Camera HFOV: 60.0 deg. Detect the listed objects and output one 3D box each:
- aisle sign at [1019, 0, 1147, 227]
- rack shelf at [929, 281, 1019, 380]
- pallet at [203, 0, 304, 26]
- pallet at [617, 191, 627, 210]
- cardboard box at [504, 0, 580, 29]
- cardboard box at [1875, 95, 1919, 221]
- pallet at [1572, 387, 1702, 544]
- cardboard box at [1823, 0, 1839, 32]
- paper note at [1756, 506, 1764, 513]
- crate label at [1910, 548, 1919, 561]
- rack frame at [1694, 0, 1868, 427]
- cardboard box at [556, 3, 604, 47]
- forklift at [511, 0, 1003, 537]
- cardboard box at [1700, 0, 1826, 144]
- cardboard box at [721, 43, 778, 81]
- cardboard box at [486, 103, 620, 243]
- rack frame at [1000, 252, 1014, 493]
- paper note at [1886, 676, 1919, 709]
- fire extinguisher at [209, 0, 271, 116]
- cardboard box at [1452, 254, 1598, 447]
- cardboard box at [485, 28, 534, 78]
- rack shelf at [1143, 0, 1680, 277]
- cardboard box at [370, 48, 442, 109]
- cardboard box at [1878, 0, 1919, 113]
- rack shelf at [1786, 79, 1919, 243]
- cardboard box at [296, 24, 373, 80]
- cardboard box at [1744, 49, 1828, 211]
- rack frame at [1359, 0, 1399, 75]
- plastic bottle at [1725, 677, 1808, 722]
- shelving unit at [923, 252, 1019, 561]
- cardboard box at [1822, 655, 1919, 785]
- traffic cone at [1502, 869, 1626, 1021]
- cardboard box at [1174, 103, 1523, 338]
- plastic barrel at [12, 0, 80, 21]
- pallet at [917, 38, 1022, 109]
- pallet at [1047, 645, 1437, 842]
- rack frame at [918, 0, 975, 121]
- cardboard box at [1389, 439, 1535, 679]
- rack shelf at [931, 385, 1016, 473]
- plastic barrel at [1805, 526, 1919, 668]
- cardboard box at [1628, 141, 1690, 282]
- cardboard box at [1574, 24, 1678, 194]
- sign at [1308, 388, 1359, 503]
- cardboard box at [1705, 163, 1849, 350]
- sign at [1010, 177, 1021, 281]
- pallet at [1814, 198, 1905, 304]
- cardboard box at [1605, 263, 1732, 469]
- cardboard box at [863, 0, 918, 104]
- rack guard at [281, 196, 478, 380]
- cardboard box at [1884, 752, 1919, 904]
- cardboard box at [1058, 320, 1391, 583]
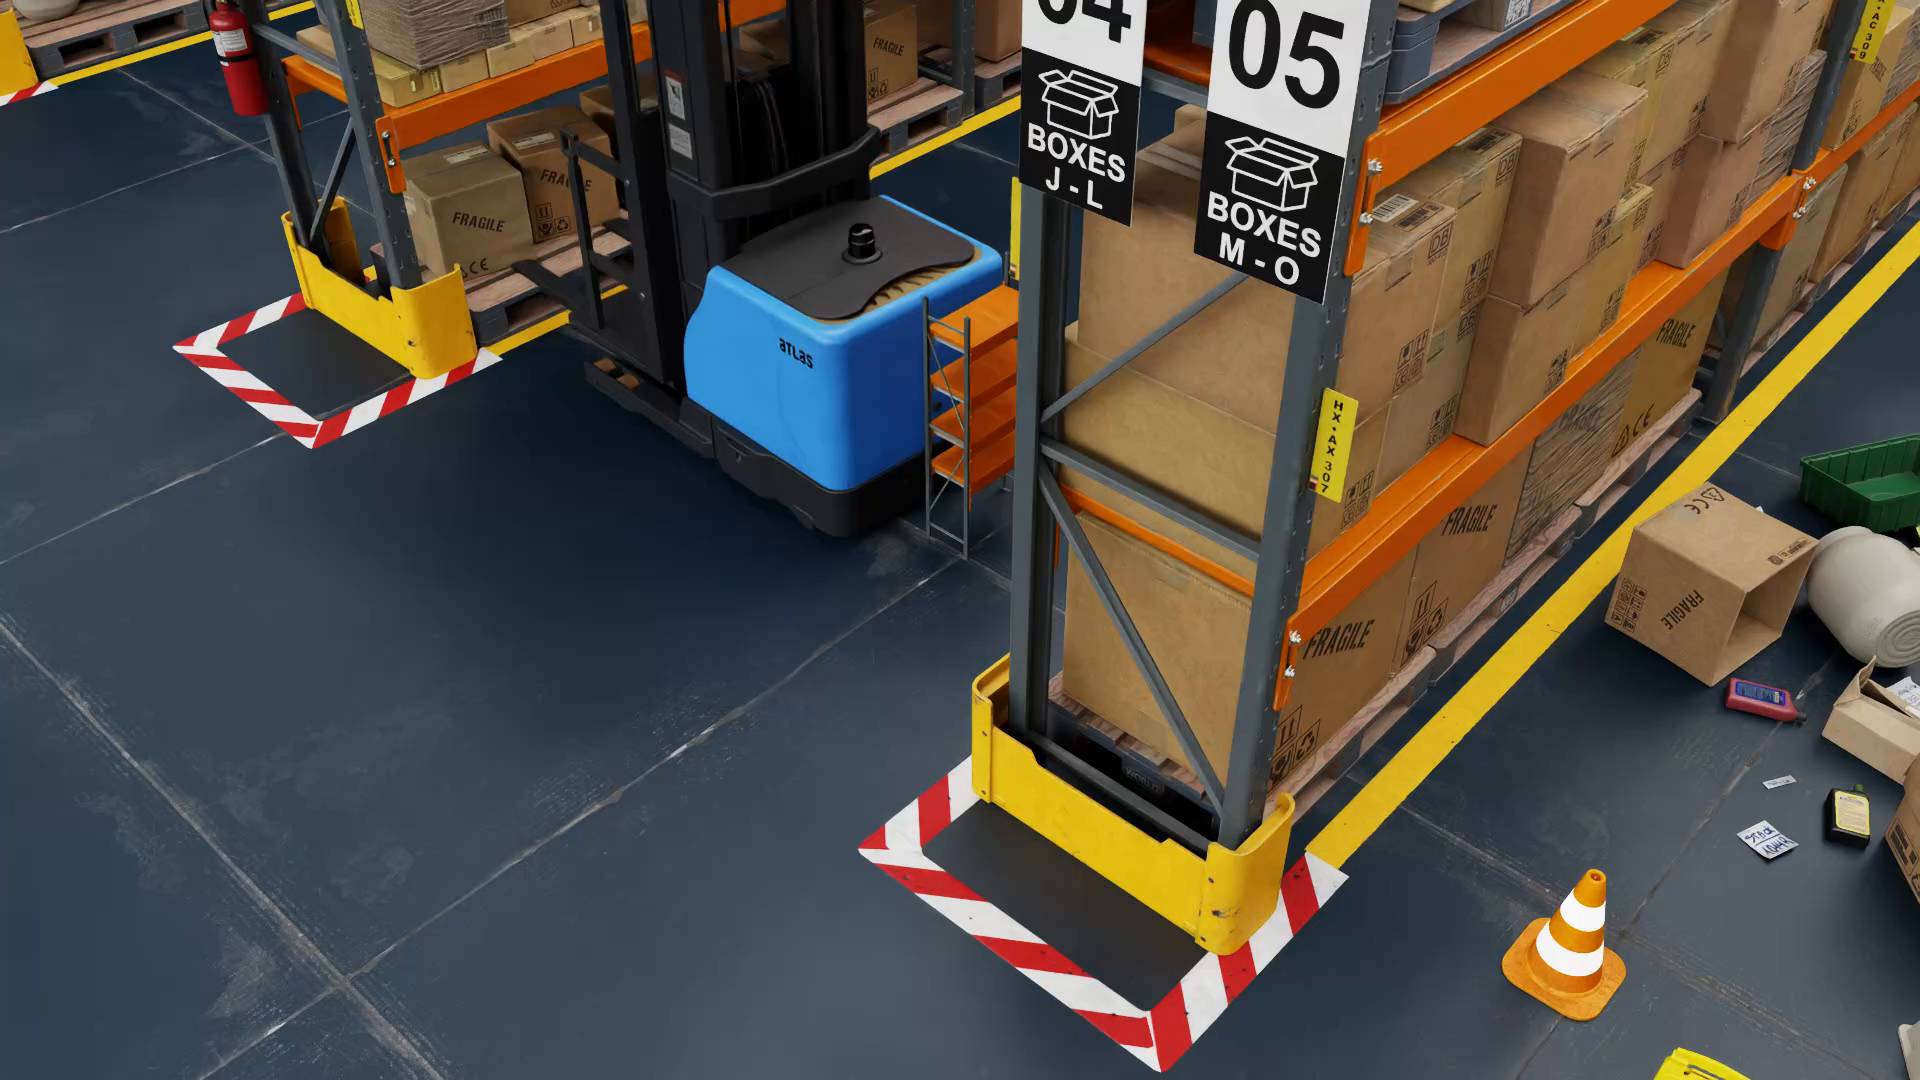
[{"bbox_3d":[0.310,-1.225,4.291,0.394,0.787,0.004,30,47,32],"label":"aisle sign"},{"bbox_3d":[0.112,-0.853,6.728,0.258,0.148,0.480,30,47,32],"label":"rack shelf"},{"bbox_3d":[-5.278,-4.215,12.381,1.003,0.211,1.213,30,47,32],"label":"pallet"},{"bbox_3d":[-1.565,-2.103,9.725,1.003,0.211,1.213,30,47,32],"label":"pallet"},{"bbox_3d":[-2.374,-2.920,8.192,0.875,0.500,0.500,30,47,32],"label":"cardboard box"},{"bbox_3d":[4.912,-2.428,9.363,1.050,0.750,0.750,30,48,32],"label":"cardboard box"},{"bbox_3d":[2.707,-0.543,7.764,1.003,0.211,1.213,30,47,32],"label":"pallet"},{"bbox_3d":[3.608,-2.612,7.242,0.700,0.500,0.500,29,47,31],"label":"cardboard box"},{"bbox_3d":[3.493,-0.100,7.351,0.147,0.020,0.142,2,39,2],"label":"paper note"},{"bbox_3d":[4.009,0.149,6.953,0.298,0.136,0.250,2,39,2],"label":"crate label"},{"bbox_3d":[3.278,-1.951,7.294,1.000,3.000,0.127,30,47,32],"label":"rack frame"},{"bbox_3d":[-1.956,-2.626,8.344,0.380,0.149,0.250,30,47,32],"label":"cardboard box"},{"bbox_3d":[-1.185,-1.979,7.384,1.130,2.935,3.031,-31,48,-33],"label":"forklift"},{"bbox_3d":[2.718,-1.976,6.337,0.875,0.550,0.550,30,47,32],"label":"cardboard box"},{"bbox_3d":[-1.356,-2.515,9.674,0.500,0.500,0.500,25,45,28],"label":"cardboard box"},{"bbox_3d":[-2.202,-1.998,9.023,0.500,0.500,0.500,-22,43,-25],"label":"cardboard box"},{"bbox_3d":[0.276,-0.658,7.113,0.240,1.200,0.015,30,47,32],"label":"rack frame"},{"bbox_3d":[3.712,0.606,6.470,0.155,0.023,0.172,-18,42,-21],"label":"paper note"},{"bbox_3d":[-3.431,-2.353,7.862,0.296,0.674,0.183,30,47,32],"label":"fire extinguisher"},{"bbox_3d":[1.621,-0.828,5.761,0.875,0.550,0.550,30,47,32],"label":"cardboard box"},{"bbox_3d":[-2.283,-2.391,8.048,0.380,0.149,0.250,30,47,32],"label":"cardboard box"},{"bbox_3d":[1.928,-1.925,5.429,1.077,0.370,4.000,30,47,32],"label":"rack shelf"},{"bbox_3d":[-2.646,-2.175,7.777,0.380,0.149,0.250,30,47,32],"label":"cardboard box"},{"bbox_3d":[4.171,-2.351,7.717,0.500,0.500,0.500,30,47,32],"label":"cardboard box"},{"bbox_3d":[4.627,-2.589,8.673,1.077,0.370,4.000,30,47,32],"label":"rack shelf"},{"bbox_3d":[-2.974,-2.362,8.012,0.380,0.149,0.250,30,47,32],"label":"cardboard box"},{"bbox_3d":[3.038,-1.836,7.028,0.875,0.550,0.550,30,47,32],"label":"cardboard box"},{"bbox_3d":[0.579,-2.462,3.116,1.000,3.000,0.127,30,47,32],"label":"rack frame"},{"bbox_3d":[3.113,0.623,6.417,0.283,0.061,0.133,14,41,17],"label":"plastic bottle"},{"bbox_3d":[0.112,-0.546,6.972,0.258,1.200,0.503,30,47,32],"label":"shelving unit"},{"bbox_3d":[3.478,0.682,6.179,0.258,0.266,0.396,-26,45,-29],"label":"cardboard box"},{"bbox_3d":[1.986,1.231,5.330,0.336,0.463,0.334,30,47,32],"label":"traffic cone"},{"bbox_3d":[1.161,-1.041,5.161,0.875,0.550,0.550,30,47,32],"label":"cardboard box"},{"bbox_3d":[-6.282,-3.848,11.340,0.421,0.512,0.421,0,38,0],"label":"plastic barrel"},{"bbox_3d":[0.209,-3.347,11.290,1.003,0.211,1.213,30,47,32],"label":"pallet"},{"bbox_3d":[1.061,0.578,6.354,1.003,0.211,1.213,30,47,32],"label":"pallet"},{"bbox_3d":[-0.315,-4.080,9.972,1.000,3.000,0.127,30,47,32],"label":"rack frame"},{"bbox_3d":[1.580,-0.191,6.450,0.875,0.875,0.875,29,47,31],"label":"cardboard box"},{"bbox_3d":[0.112,-0.493,7.014,0.258,0.148,0.480,30,47,32],"label":"rack shelf"},{"bbox_3d":[3.645,0.222,6.630,0.421,0.421,0.512,-5,39,-6],"label":"plastic barrel"},{"bbox_3d":[2.232,-1.375,6.448,0.875,0.550,0.550,30,47,32],"label":"cardboard box"},{"bbox_3d":[1.901,-1.539,5.787,0.875,0.550,0.500,30,47,32],"label":"cardboard box"},{"bbox_3d":[0.985,-0.248,4.392,0.100,0.325,0.005,30,47,32],"label":"sign"},{"bbox_3d":[3.630,-1.558,8.270,1.050,0.750,0.750,29,47,32],"label":"cardboard box"},{"bbox_3d":[0.188,-0.894,4.843,0.100,0.325,0.005,30,47,32],"label":"sign"},{"bbox_3d":[4.566,-1.809,9.356,1.003,0.211,1.213,30,47,32],"label":"pallet"},{"bbox_3d":[2.802,-1.025,7.498,0.875,0.875,0.875,30,48,32],"label":"cardboard box"},{"bbox_3d":[-0.615,-3.100,10.409,0.500,0.500,0.500,28,46,31],"label":"cardboard box"},{"bbox_3d":[-2.963,-1.299,8.482,1.175,0.500,0.348,30,47,32],"label":"rack guard"},{"bbox_3d":[3.617,1.025,5.556,0.797,0.503,0.637,2,39,2],"label":"cardboard box"},{"bbox_3d":[0.796,-0.362,5.175,0.875,0.550,0.550,30,47,32],"label":"cardboard box"}]
